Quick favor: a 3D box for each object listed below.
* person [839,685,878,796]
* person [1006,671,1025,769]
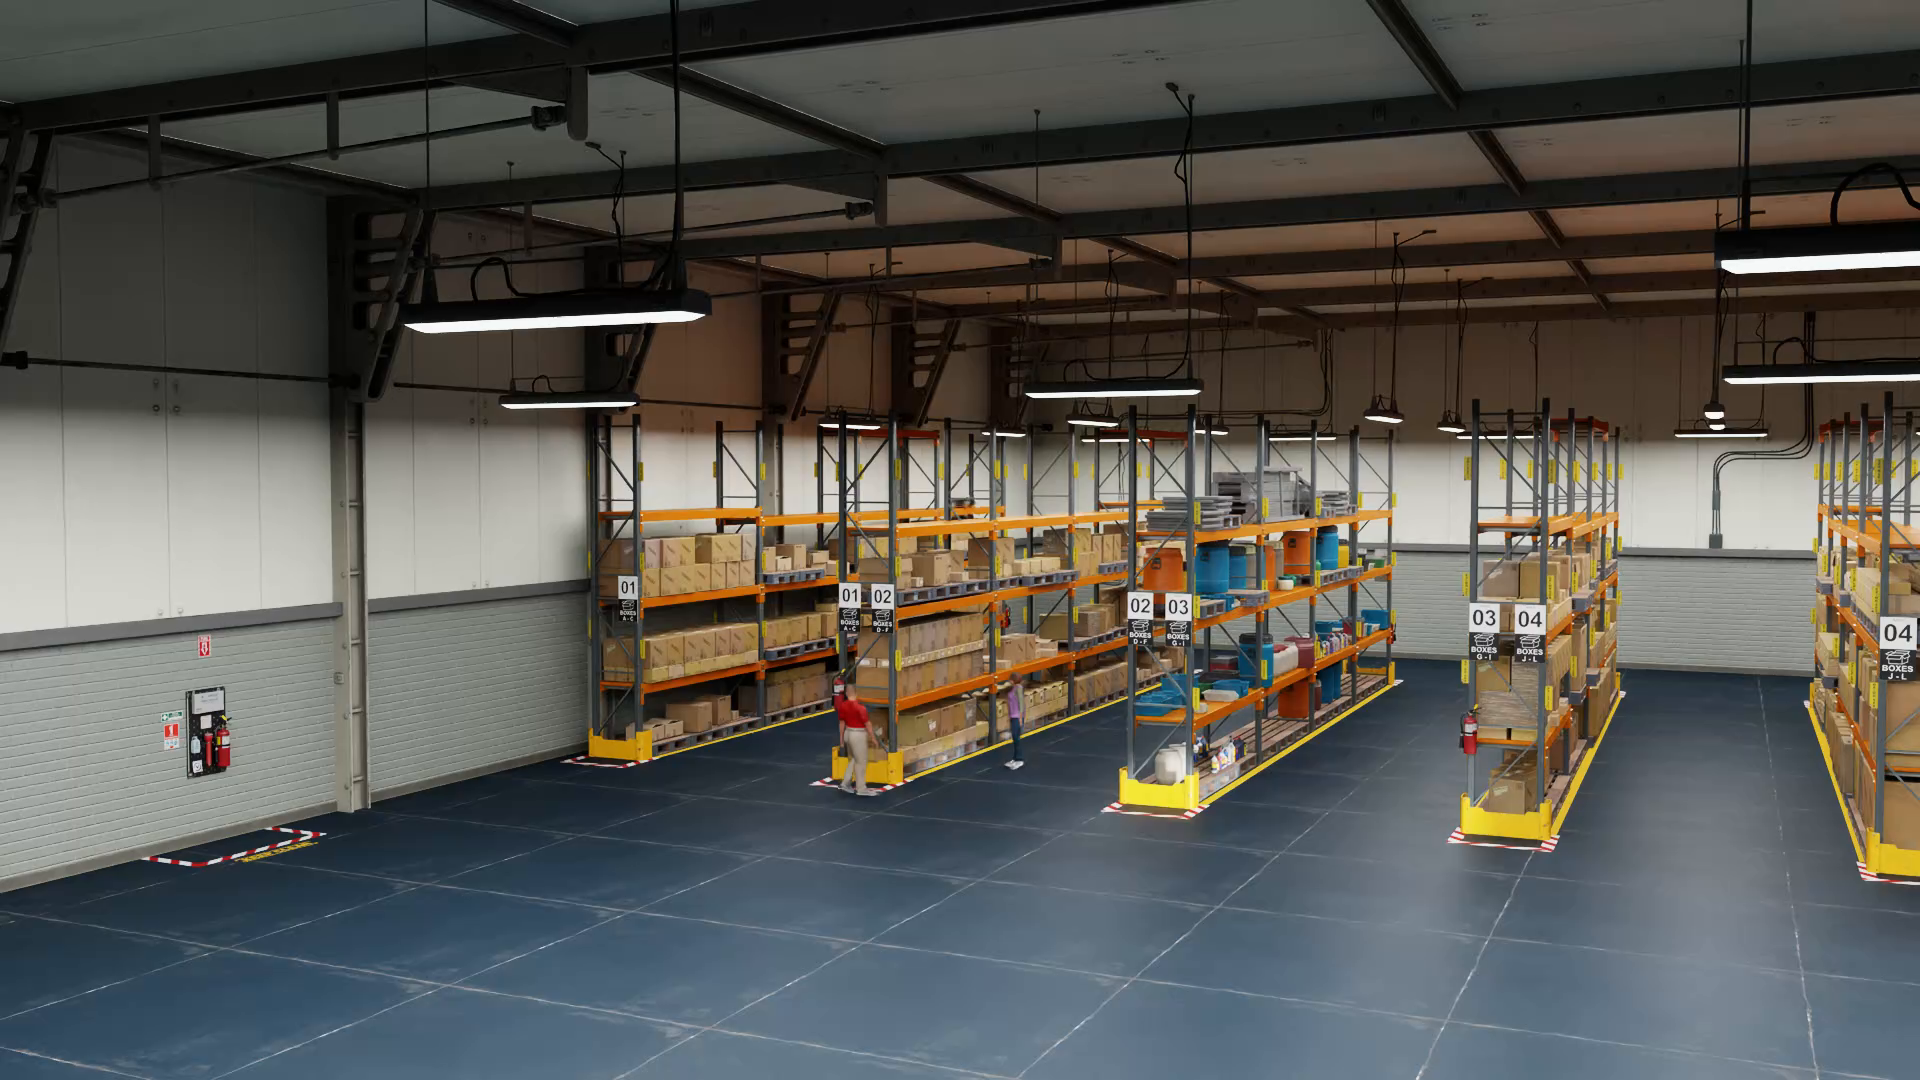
[{"bbox_3d":[-1.580,3.098,25.664,0.521,1.747,0.599,-1,3,-32],"label":"person"},{"bbox_3d":[0.939,3.048,28.202,0.334,1.627,0.494,-1,2,-13],"label":"person"}]
